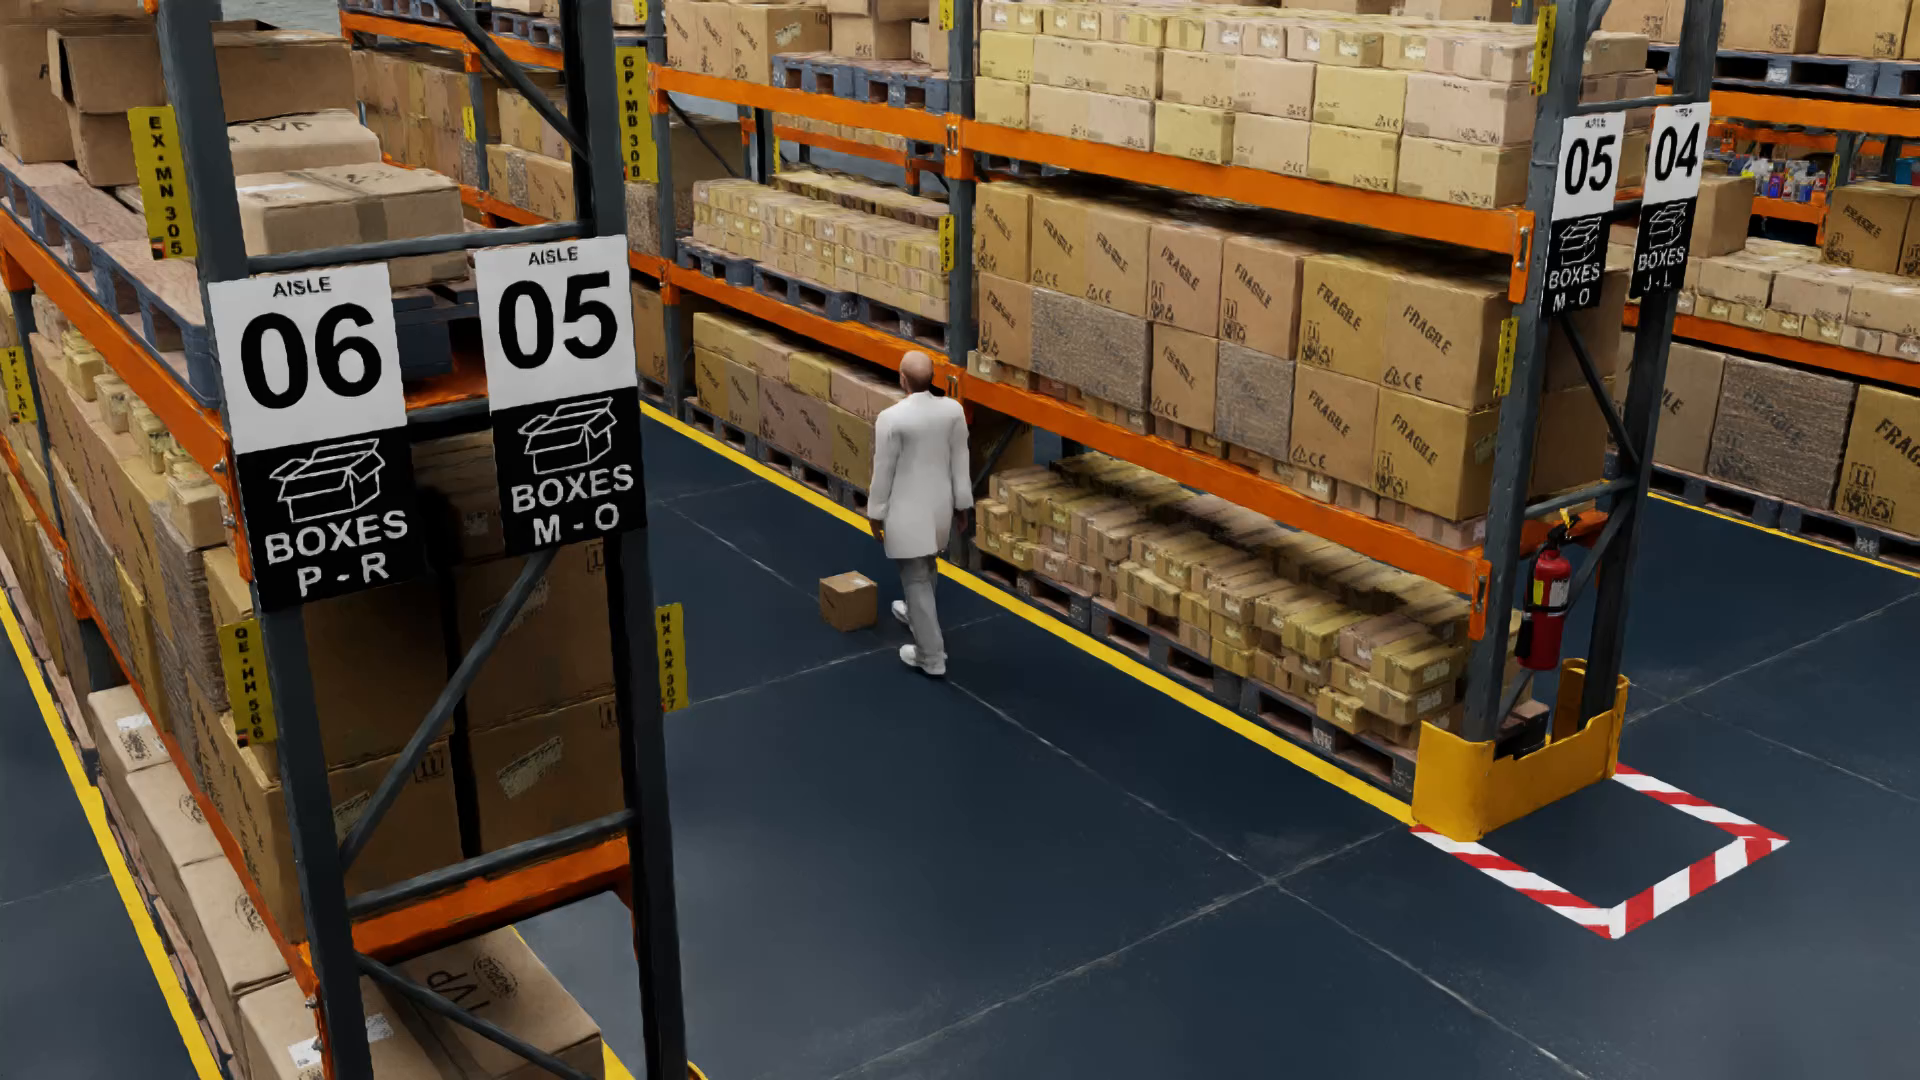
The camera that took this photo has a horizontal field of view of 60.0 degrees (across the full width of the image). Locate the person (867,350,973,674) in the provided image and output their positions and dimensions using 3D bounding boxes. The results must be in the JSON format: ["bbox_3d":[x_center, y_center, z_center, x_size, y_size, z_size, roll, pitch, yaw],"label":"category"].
[{"bbox_3d":[-0.305,-0.202,9.108,0.586,1.766,0.829,-15,25,-33],"label":"person"}]
